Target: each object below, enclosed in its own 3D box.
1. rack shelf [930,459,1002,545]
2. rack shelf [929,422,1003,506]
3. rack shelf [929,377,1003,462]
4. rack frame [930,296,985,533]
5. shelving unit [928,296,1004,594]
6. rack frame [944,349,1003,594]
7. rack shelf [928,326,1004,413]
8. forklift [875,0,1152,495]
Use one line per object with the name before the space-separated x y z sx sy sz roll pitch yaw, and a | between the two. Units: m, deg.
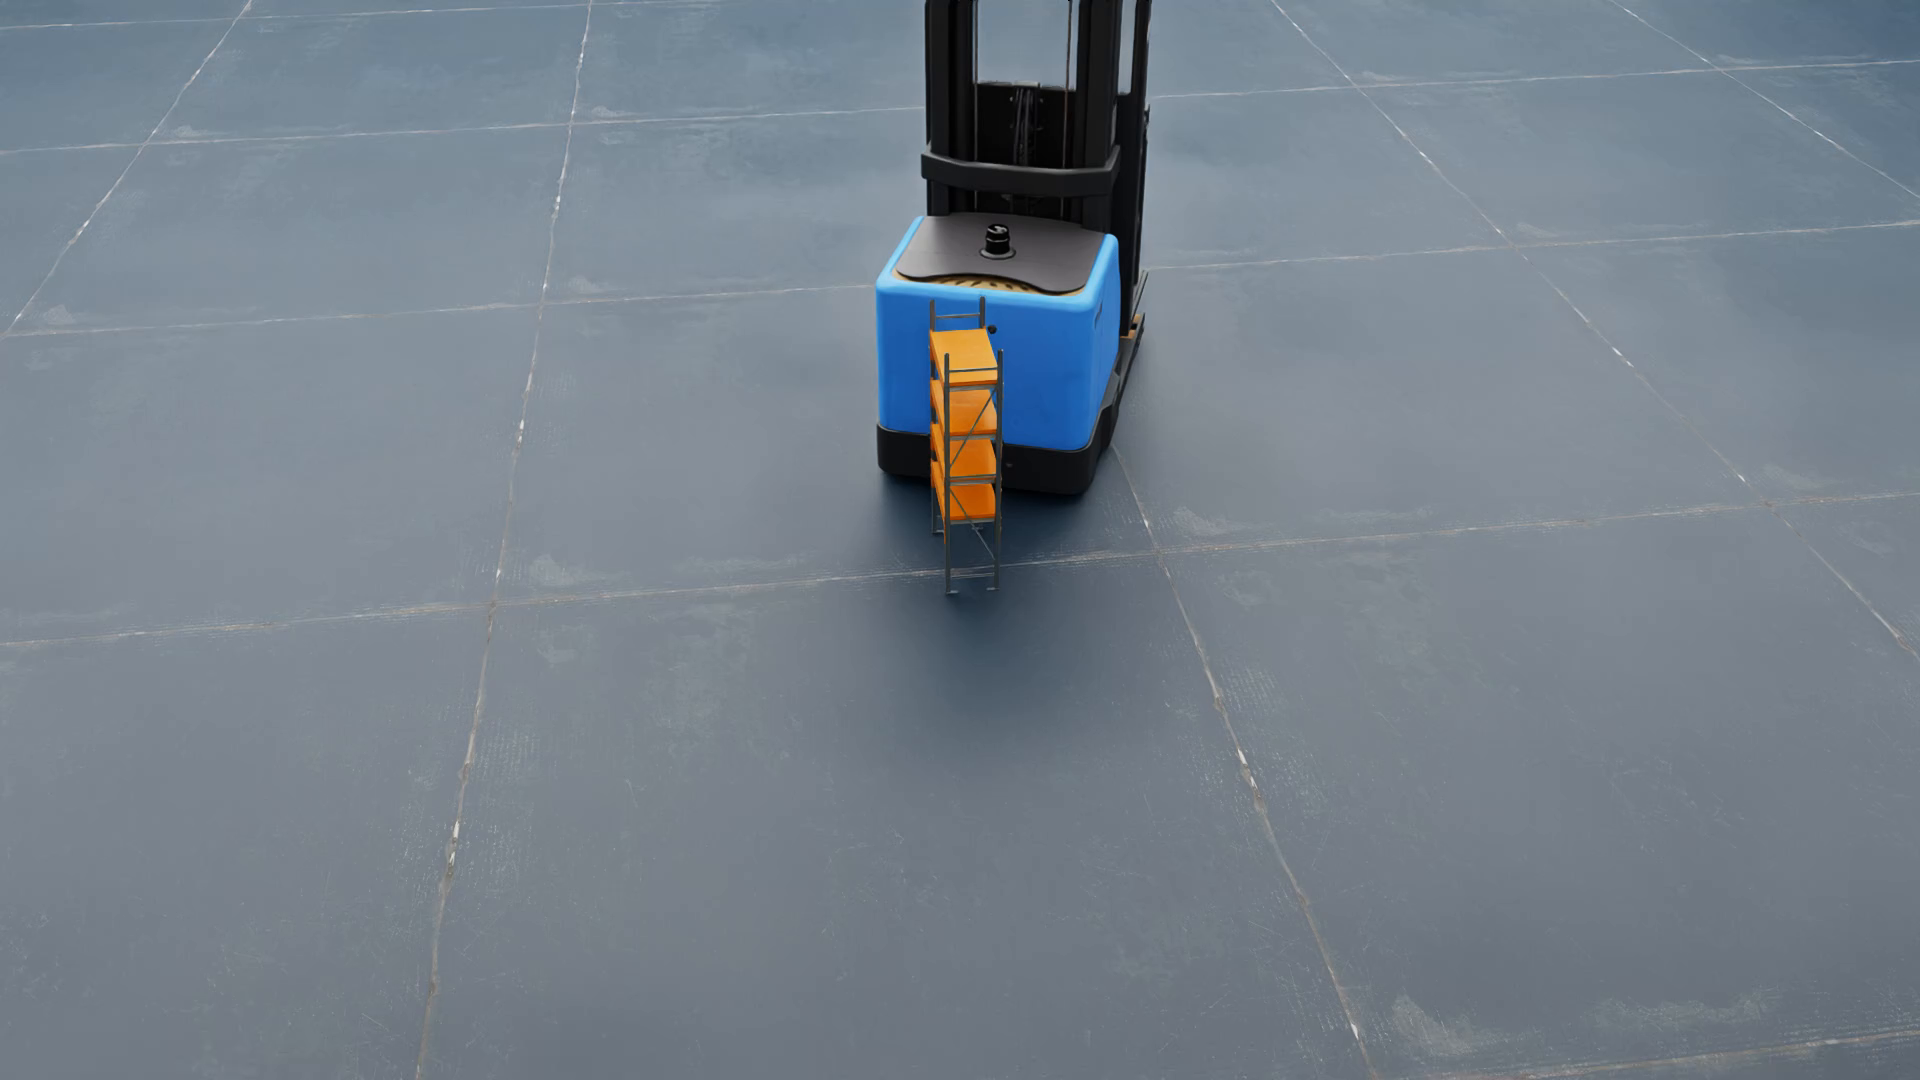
rack shelf | 0.022 -0.184 7.426 0.258 0.148 0.480 -4 35 -6
rack shelf | 0.022 -0.348 7.314 0.258 0.148 0.480 -4 35 -6
rack shelf | 0.022 -0.533 7.188 0.258 0.148 0.480 -4 35 -6
rack frame | -0.011 -0.540 7.476 0.240 1.200 0.015 -4 35 -6
shelving unit | 0.022 -0.403 7.277 0.258 1.200 0.503 -4 35 -6
rack frame | 0.055 -0.267 7.077 0.240 1.200 0.015 -4 35 -6
rack shelf | 0.022 -0.728 7.055 0.258 0.148 0.480 -4 35 -6
forklift | 0.425 -2.252 8.453 1.130 2.935 3.031 7 35 11
